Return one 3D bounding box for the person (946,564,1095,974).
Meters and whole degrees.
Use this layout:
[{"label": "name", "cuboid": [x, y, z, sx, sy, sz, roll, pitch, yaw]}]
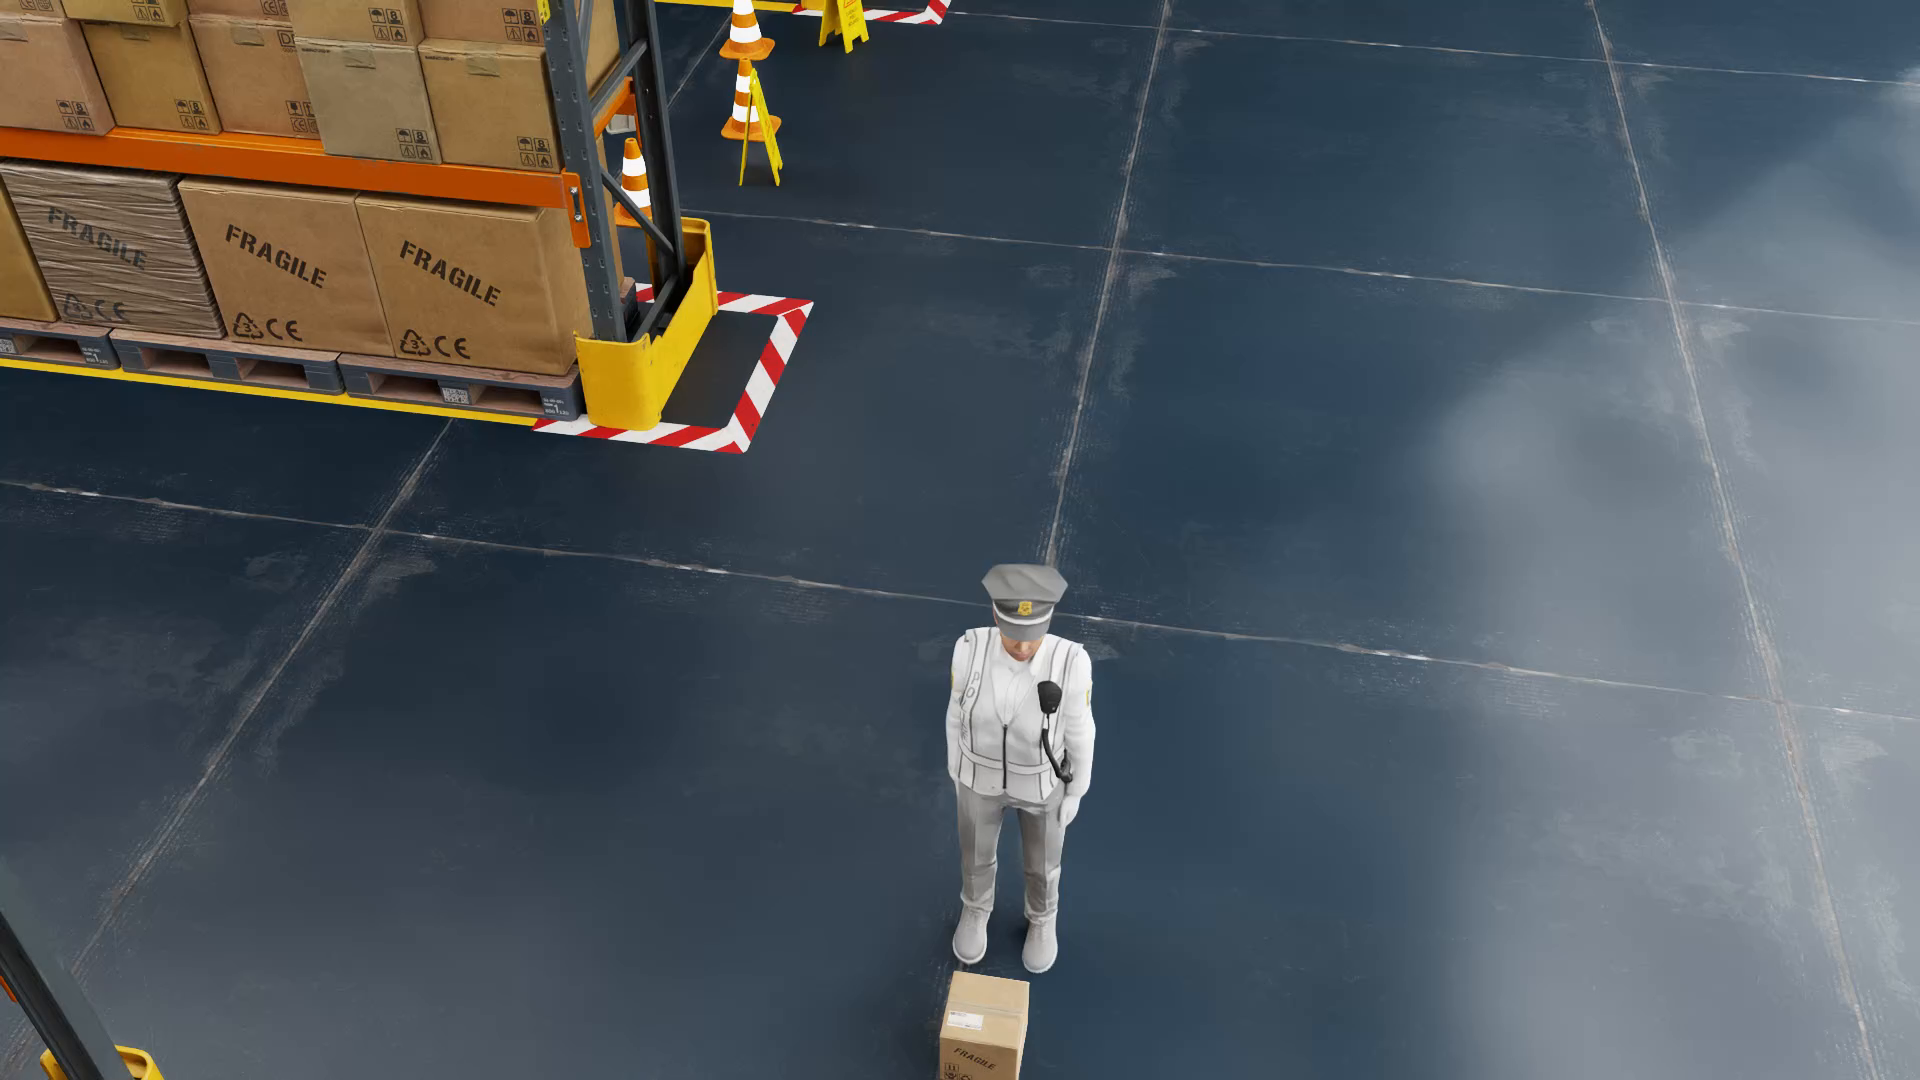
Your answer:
[{"label": "person", "cuboid": [0.180, 0.761, 5.274, 0.467, 1.687, 0.339, 8, 41, 9]}]
